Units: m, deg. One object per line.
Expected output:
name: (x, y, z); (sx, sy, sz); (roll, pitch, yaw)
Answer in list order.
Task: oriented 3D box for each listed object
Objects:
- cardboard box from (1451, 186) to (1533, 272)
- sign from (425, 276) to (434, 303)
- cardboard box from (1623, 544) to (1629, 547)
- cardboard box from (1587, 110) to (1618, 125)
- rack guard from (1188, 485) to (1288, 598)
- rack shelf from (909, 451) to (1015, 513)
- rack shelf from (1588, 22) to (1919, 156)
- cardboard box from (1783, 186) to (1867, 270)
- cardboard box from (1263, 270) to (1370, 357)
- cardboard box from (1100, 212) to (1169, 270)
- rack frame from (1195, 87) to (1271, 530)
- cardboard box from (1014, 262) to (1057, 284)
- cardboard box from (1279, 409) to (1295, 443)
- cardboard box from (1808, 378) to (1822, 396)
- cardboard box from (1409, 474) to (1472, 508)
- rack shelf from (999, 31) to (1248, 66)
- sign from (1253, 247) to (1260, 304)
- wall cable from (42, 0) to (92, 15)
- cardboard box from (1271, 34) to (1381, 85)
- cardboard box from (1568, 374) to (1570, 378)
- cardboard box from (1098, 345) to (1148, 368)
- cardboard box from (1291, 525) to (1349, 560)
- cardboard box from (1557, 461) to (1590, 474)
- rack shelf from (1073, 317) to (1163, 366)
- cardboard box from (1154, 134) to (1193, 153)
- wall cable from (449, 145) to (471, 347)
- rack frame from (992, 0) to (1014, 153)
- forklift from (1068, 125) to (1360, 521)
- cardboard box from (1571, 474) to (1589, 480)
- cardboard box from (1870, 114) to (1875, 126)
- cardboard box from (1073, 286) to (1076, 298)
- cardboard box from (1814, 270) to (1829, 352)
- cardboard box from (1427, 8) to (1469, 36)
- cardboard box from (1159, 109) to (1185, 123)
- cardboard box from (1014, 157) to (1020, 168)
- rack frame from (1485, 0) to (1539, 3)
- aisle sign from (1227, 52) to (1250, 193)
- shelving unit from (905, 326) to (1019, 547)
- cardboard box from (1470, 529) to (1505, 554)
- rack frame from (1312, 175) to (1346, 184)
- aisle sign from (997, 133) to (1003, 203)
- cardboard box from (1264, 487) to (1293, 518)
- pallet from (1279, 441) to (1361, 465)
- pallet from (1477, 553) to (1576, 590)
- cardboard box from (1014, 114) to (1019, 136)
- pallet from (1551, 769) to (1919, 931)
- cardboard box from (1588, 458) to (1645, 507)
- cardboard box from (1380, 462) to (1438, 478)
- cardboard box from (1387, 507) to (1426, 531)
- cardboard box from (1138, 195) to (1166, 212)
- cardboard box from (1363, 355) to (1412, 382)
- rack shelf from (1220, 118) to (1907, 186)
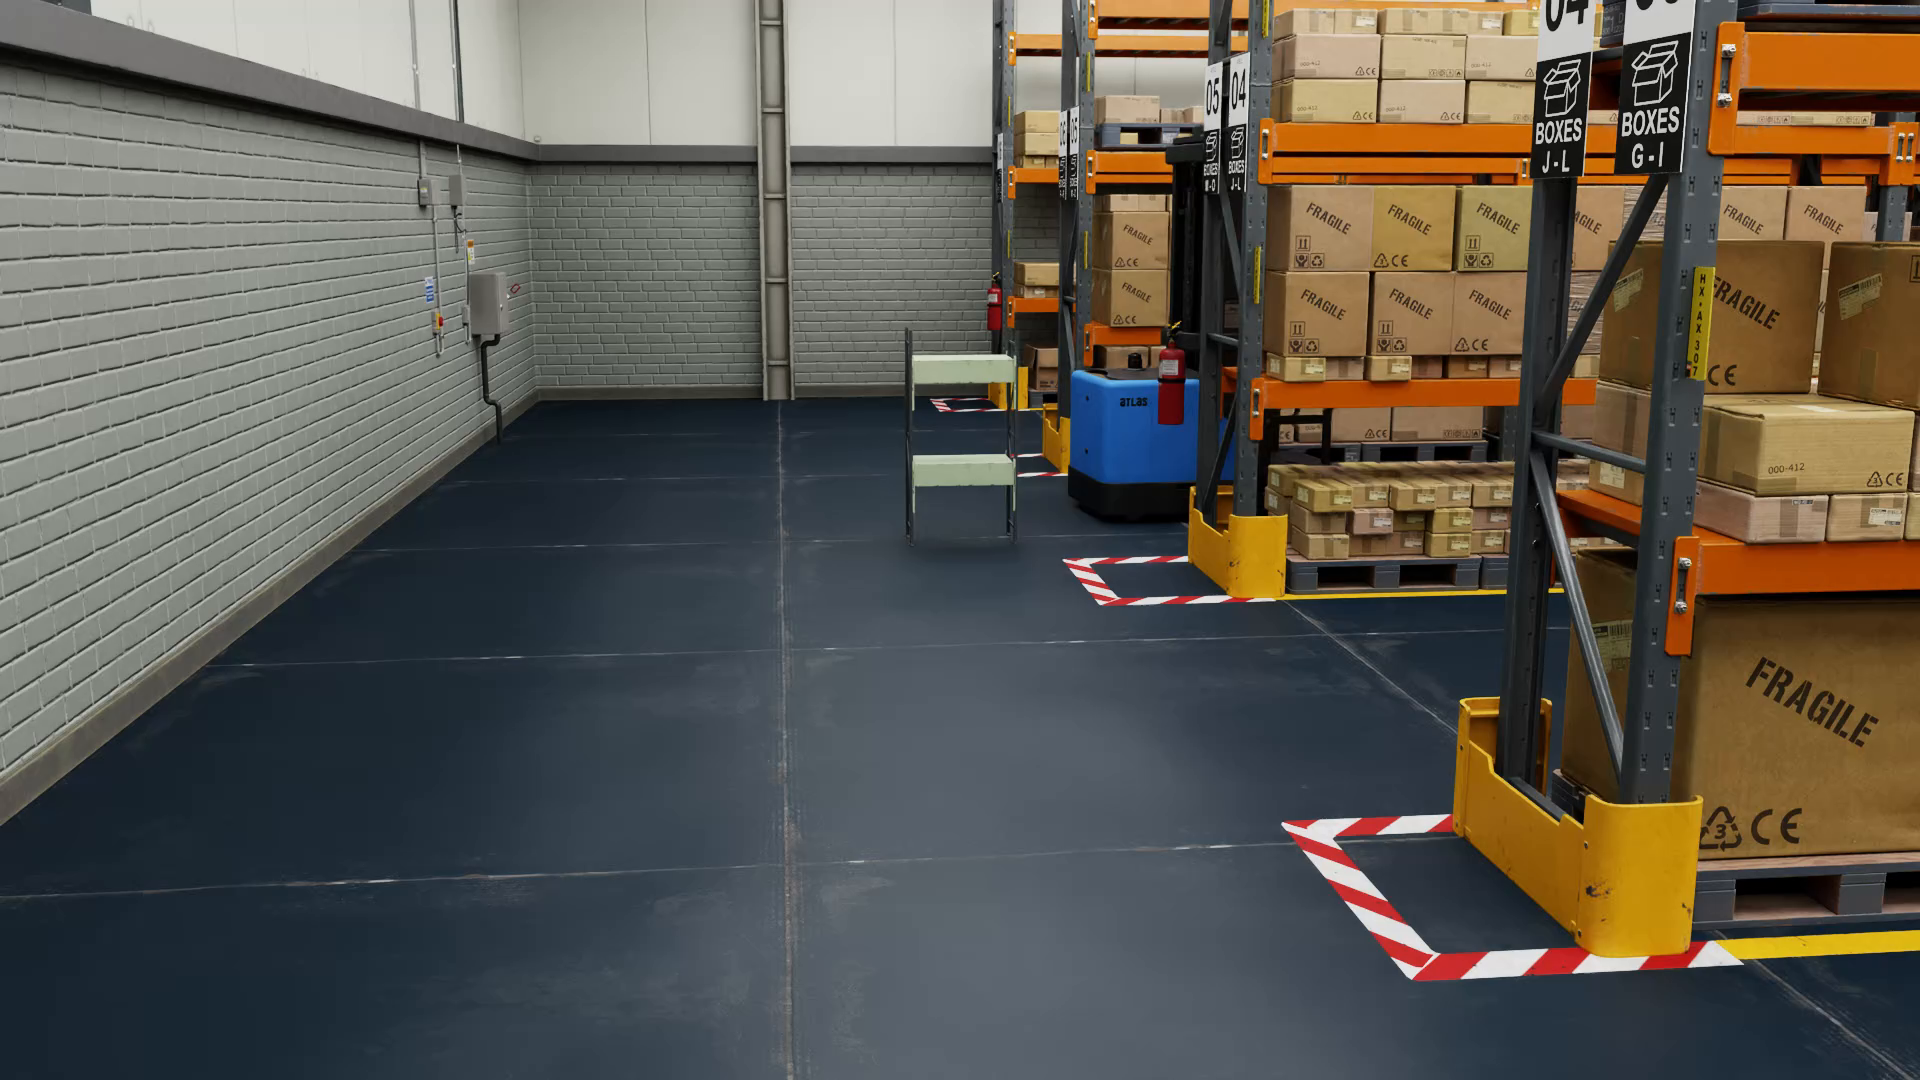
cardboard box: (3.175, -1.893, 10.099); (0.500, 0.500, 0.500); (-1, 11, -7)
sign: (-4.615, -2.178, 14.470); (0.001, 0.218, 0.327); (-1, 11, -6)
cardboard box: (4.274, -0.026, 10.527); (0.250, 0.149, 0.380); (-1, 11, -6)
cardboard box: (3.702, -2.621, 10.038); (0.500, 0.250, 0.500); (-1, 11, -6)
rack guard: (1.755, -0.006, 10.601); (0.348, 0.500, 1.175); (-1, 11, -6)
rack shelf: (0.007, -0.416, 11.787); (0.720, 0.370, 0.431); (-1, 11, -6)
rack shelf: (4.103, -1.438, 5.495); (4.000, 0.370, 1.077); (-1, 11, -6)
cardboard box: (5.218, -1.938, 10.328); (0.500, 0.500, 0.500); (-2, 11, -8)
cardboard box: (2.155, -1.382, 10.092); (0.500, 0.500, 0.500); (-1, 11, -3)
cardboard box: (1.552, -2.673, 14.837); (0.500, 0.500, 0.500); (-1, 11, -7)
rack frame: (1.679, -1.231, 10.352); (0.127, 3.000, 1.000); (-1, 11, -6)
cardboard box: (0.933, -3.263, 20.305); (0.500, 0.250, 0.500); (-1, 11, -4)
cardboard box: (2.598, -1.180, 15.649); (0.875, 0.438, 0.875); (-1, 11, -5)
cardboard box: (3.072, -0.421, 5.852); (0.500, 0.250, 0.500); (-1, 11, -7)
cardboard box: (3.000, -0.306, 10.409); (0.250, 0.149, 0.380); (-2, 11, -9)
rack shelf: (2.493, -5.760, 19.715); (4.000, 0.370, 1.077); (-1, 11, -6)
sign: (1.738, -1.551, 9.739); (0.005, 0.325, 0.100); (-1, 11, -6)
wall cable: (-3.879, -5.343, 7.377); (0.120, 5.999, 2.277); (-1, 11, -6)
cardboard box: (2.153, -2.834, 9.823); (0.500, 0.250, 0.500); (-1, 11, -5)
cardboard box: (3.582, -1.094, 10.306); (0.250, 0.149, 0.380); (-1, 11, -4)
cardboard box: (1.977, -2.114, 20.237); (0.500, 0.500, 0.700); (-1, 11, -4)
cardboard box: (2.234, 0.013, 10.330); (0.250, 0.149, 0.380); (-1, 11, -5)
cardboard box: (3.984, -0.416, 10.966); (0.250, 0.149, 0.380); (-2, 11, -8)
rack shelf: (3.032, -1.867, 15.451); (4.000, 0.370, 1.077); (-1, 11, -6)
cardboard box: (2.500, -4.669, 19.682); (0.500, 0.250, 0.500); (-1, 11, -7)
wall cable: (-4.724, -2.826, 15.834); (0.122, 1.984, 0.588); (-1, 11, -6)
rack frame: (0.504, -6.073, 19.433); (0.127, 3.000, 1.000); (-1, 11, -6)
forklift: (2.434, -1.706, 12.945); (3.031, 2.935, 1.130); (-2, 11, -12)
cardboard box: (4.041, -0.315, 10.452); (0.250, 0.149, 0.380); (-2, 11, -8)
cardboard box: (8.034, -4.014, 15.388); (0.500, 0.500, 0.700); (-2, 11, -9)
cardboard box: (1.366, -2.987, 19.937); (0.250, 0.149, 0.380); (-1, 11, -7)
cardboard box: (5.205, -1.445, 10.411); (0.500, 0.500, 0.500); (-1, 11, -6)
cardboard box: (2.800, -3.031, 9.795); (0.250, 0.149, 0.380); (-1, 11, -5)
cardboard box: (1.890, -3.832, 15.113); (0.250, 0.149, 0.380); (-2, 11, -10)
cardboard box: (0.797, -4.529, 20.006); (0.250, 0.149, 0.380); (-1, 11, -5)
rack frame: (5.021, -5.205, 15.015); (0.127, 3.000, 1.000); (-1, 11, -6)
aisle sign: (1.639, -2.447, 9.801); (0.004, 0.787, 0.394); (-1, 11, -6)
shelving unit: (0.007, -0.736, 11.724); (0.755, 1.500, 0.431); (-1, 11, -6)
cardboard box: (3.241, -0.023, 10.511); (0.250, 0.149, 0.380); (-1, 11, -6)
rack frame: (4.481, -3.213, 20.435); (0.127, 3.000, 1.000); (-1, 11, -6)
aisle sign: (0.468, -4.348, 19.467); (0.004, 0.787, 0.394); (-1, 11, -6)
cardboard box: (2.173, -0.250, 10.892); (0.250, 0.149, 0.380); (-2, 11, -8)
pallet: (3.041, -0.866, 15.726); (1.213, 0.211, 1.003); (-1, 11, -6)
pallet: (3.776, 0.101, 10.807); (1.213, 0.211, 1.003); (-1, 11, -6)
cardboard box: (0.916, -4.982, 19.979); (0.500, 0.250, 0.500); (-2, 11, -8)
pallet: (2.901, 1.059, 5.933); (1.213, 0.211, 1.003); (-1, 11, -6)
cardboard box: (2.433, -0.225, 5.886); (0.250, 0.149, 0.380); (-1, 11, -5)
cardboard box: (2.942, -0.407, 10.920); (0.250, 0.149, 0.380); (-2, 11, -8)
cardboard box: (2.740, -0.162, 10.449); (0.250, 0.149, 0.380); (-1, 11, -5)
cardboard box: (1.680, -3.009, 14.866); (0.250, 0.149, 0.380); (-1, 11, -5)
cardboard box: (2.558, -1.060, 10.135); (0.250, 0.149, 0.380); (-2, 11, -8)
rack shelf: (3.667, -2.391, 10.344); (4.000, 0.370, 1.077); (-1, 11, -6)
